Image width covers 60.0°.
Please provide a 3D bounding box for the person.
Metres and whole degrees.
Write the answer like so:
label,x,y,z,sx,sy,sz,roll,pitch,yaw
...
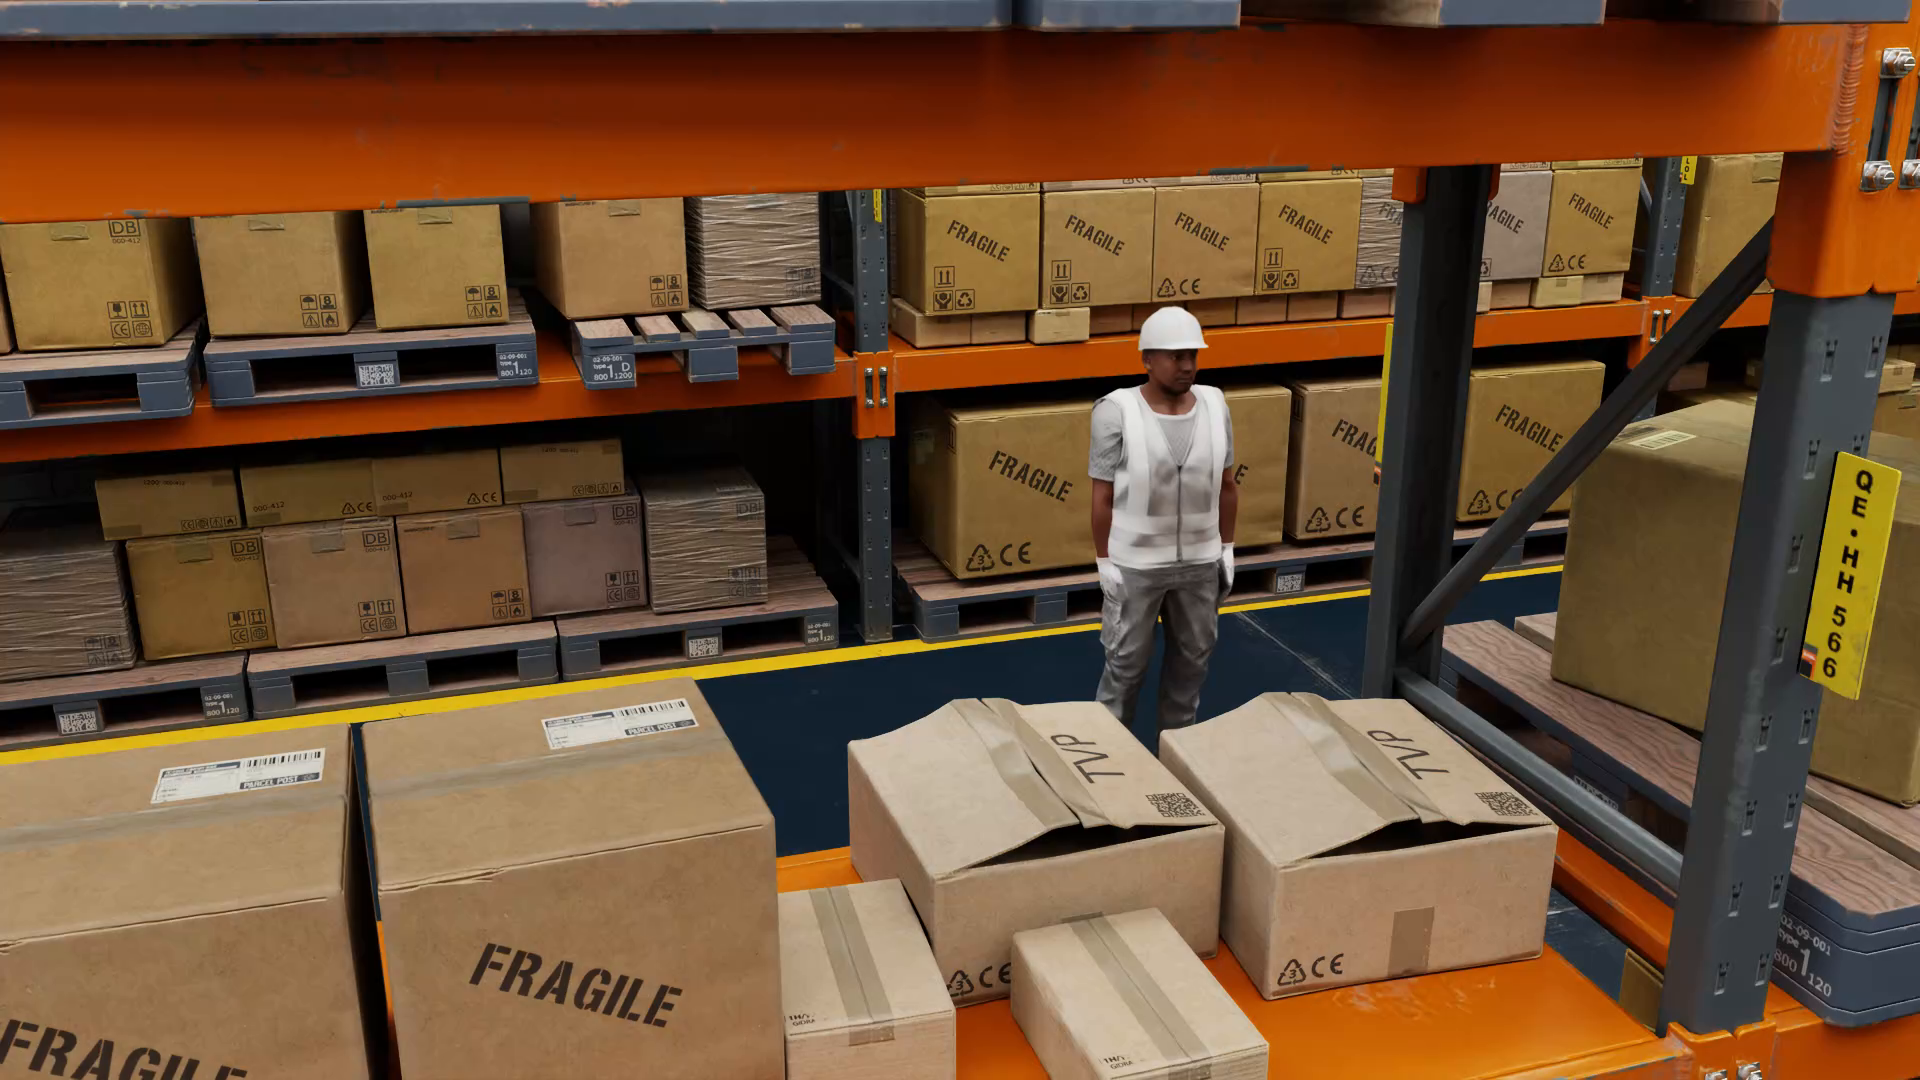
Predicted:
label,x,y,z,sx,sy,sz,roll,pitch,yaw
person,0.714,0.070,5.834,0.539,1.782,0.351,-6,20,-16
